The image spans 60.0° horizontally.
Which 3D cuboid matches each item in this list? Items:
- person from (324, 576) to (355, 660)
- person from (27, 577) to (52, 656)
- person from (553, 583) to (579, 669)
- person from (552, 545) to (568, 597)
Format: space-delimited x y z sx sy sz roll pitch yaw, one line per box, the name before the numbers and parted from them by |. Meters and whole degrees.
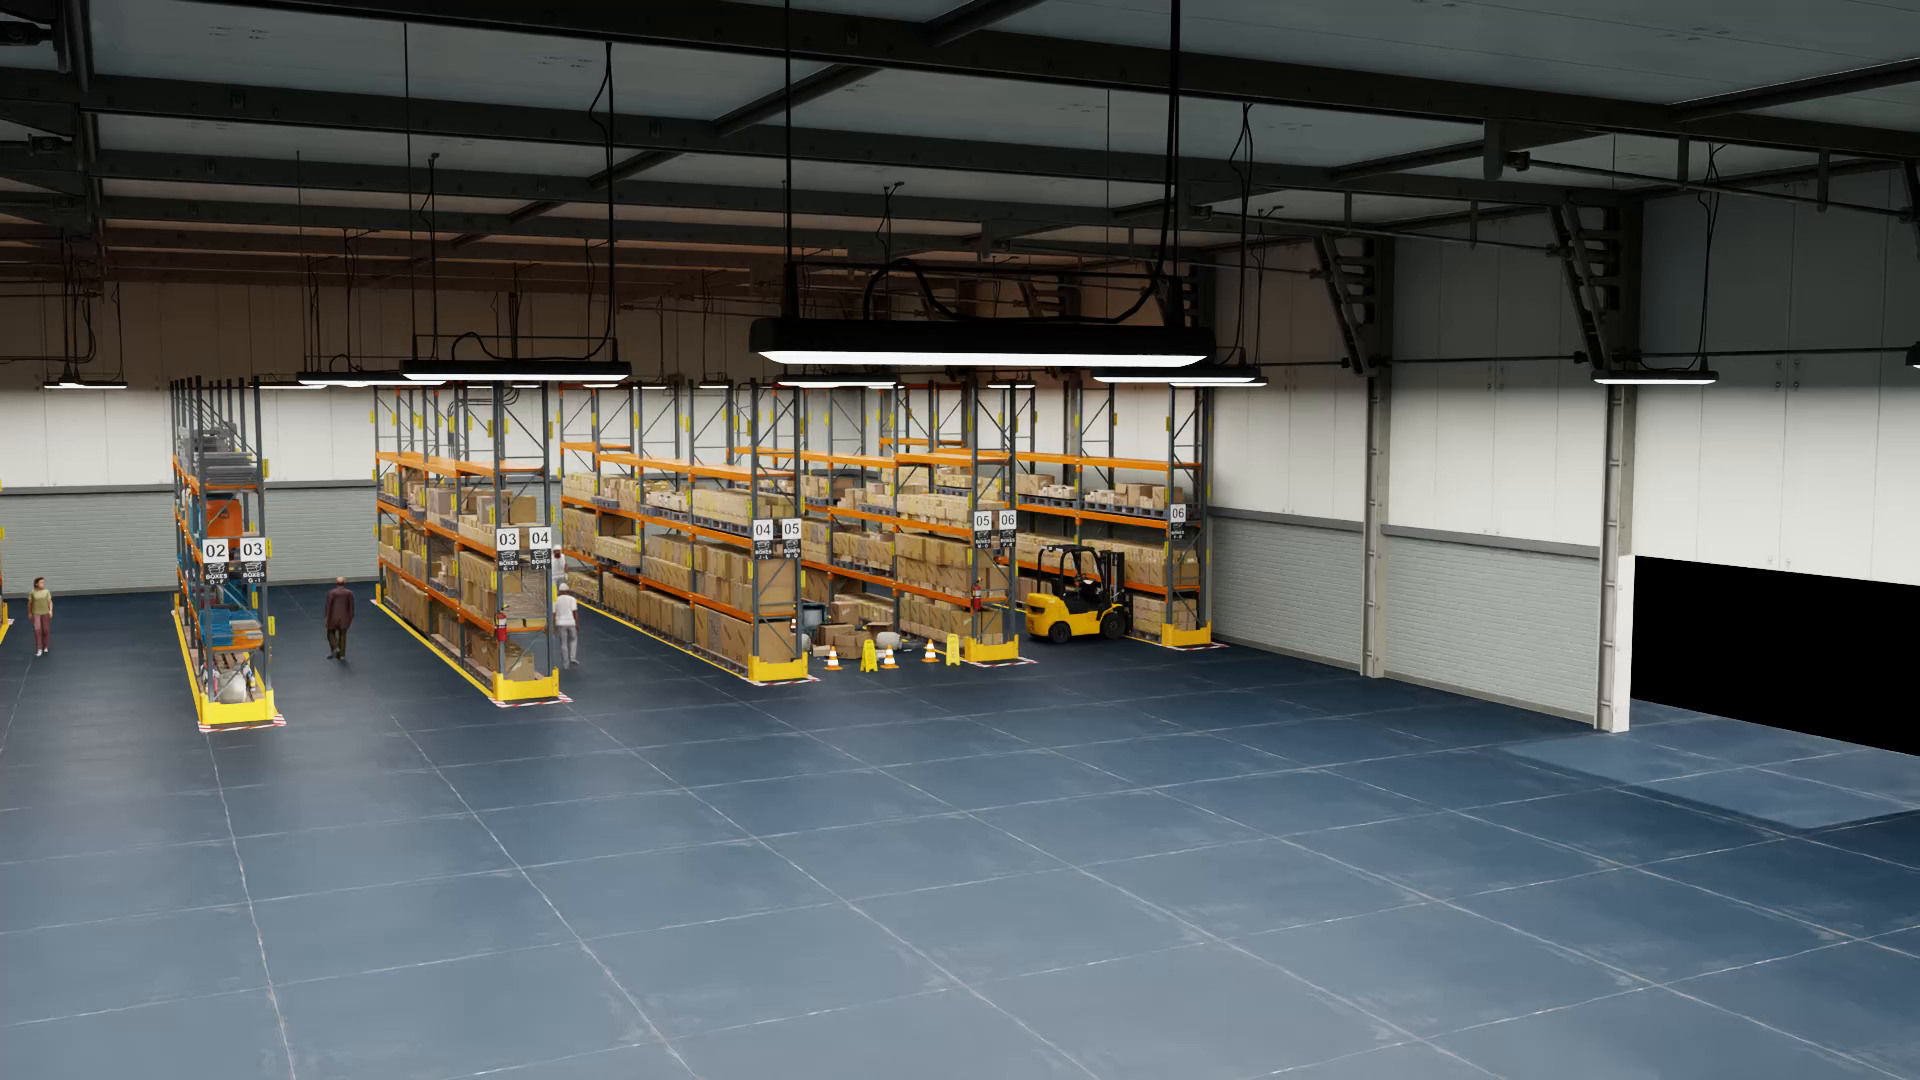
person | -13.254 1.668 35.523 0.627 1.777 0.521 -3 6 -27
person | -20.100 1.663 36.415 0.466 1.688 0.688 -4 7 -40
person | -8.194 1.769 34.463 0.568 1.742 0.534 -1 5 -14
person | -10.588 0.985 43.495 0.647 1.764 0.689 -4 6 -36
